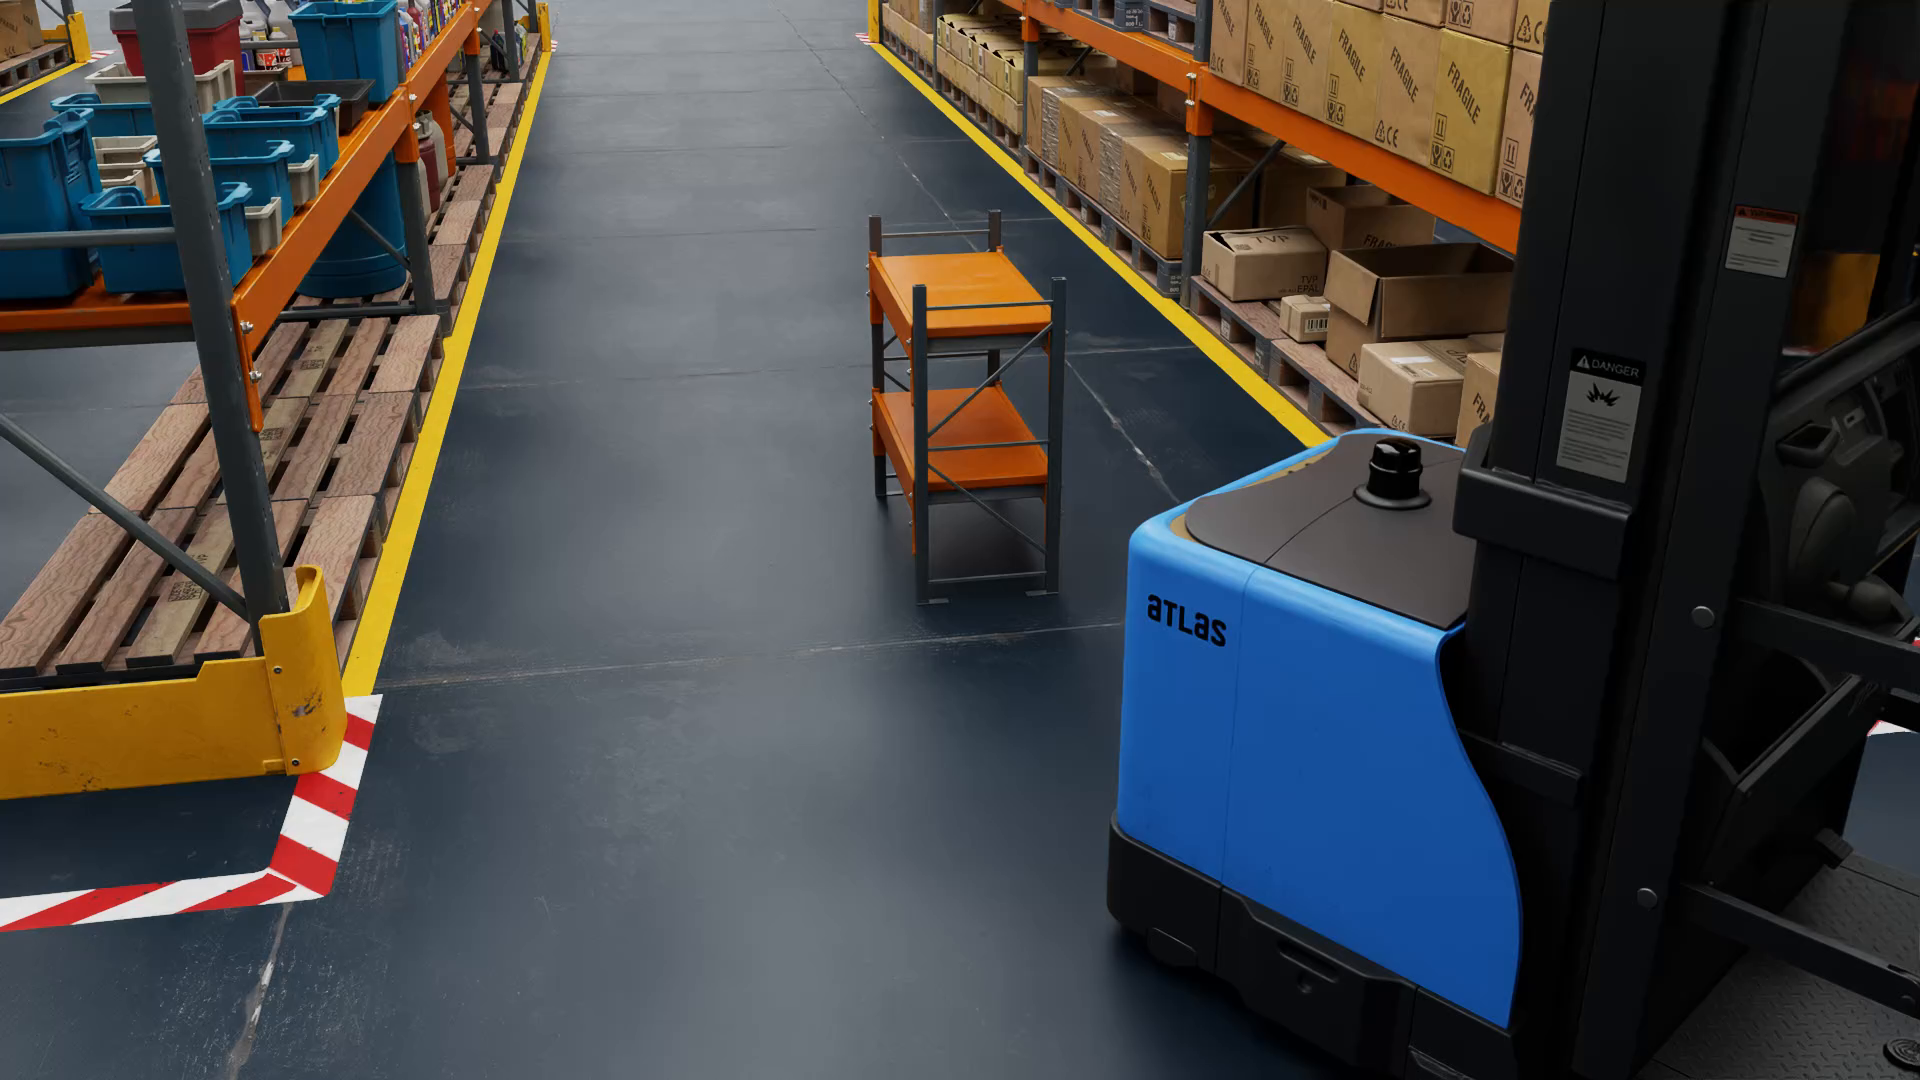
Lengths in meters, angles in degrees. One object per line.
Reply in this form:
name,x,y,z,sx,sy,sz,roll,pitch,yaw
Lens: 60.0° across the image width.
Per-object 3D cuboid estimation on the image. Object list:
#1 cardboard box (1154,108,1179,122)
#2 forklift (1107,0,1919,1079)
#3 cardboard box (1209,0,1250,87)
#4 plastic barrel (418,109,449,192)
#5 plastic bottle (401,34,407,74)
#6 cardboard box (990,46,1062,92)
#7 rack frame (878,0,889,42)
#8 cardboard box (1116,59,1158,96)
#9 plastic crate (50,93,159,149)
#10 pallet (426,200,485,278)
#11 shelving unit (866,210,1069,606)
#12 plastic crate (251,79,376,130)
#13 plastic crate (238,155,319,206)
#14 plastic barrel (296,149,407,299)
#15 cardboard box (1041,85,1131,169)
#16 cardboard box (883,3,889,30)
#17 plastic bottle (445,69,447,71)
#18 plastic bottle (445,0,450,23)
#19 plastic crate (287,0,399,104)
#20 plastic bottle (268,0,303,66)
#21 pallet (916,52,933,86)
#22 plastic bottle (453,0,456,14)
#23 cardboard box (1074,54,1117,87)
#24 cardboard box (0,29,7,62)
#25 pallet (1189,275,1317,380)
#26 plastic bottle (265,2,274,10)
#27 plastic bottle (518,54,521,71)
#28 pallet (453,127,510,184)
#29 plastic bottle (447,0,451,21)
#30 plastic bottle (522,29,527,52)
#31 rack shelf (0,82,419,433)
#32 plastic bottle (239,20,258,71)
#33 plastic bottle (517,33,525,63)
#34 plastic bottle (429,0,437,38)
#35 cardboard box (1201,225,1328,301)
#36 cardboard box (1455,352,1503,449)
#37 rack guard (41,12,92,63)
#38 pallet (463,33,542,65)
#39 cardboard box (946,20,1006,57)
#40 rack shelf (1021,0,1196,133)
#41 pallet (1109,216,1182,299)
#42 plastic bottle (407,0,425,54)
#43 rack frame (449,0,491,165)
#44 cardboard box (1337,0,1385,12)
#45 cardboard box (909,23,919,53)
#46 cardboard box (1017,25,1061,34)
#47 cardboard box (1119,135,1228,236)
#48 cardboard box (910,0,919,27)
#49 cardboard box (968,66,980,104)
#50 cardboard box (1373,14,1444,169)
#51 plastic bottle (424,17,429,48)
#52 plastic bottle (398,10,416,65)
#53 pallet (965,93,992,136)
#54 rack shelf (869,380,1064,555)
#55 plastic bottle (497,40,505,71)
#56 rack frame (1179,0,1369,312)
cardboard box,1.582,-2.555,10.926,0.500,0.500,0.500,-5,24,-12
forklift,1.756,-0.112,2.844,3.031,2.935,1.130,22,32,40
cardboard box,1.546,-2.511,8.127,0.500,0.500,0.500,-4,24,-8
plastic barrel,-3.590,-2.540,10.901,0.421,0.512,0.421,0,24,0
plastic bottle,-2.798,-2.443,8.242,0.061,0.283,0.133,-4,24,-10
cardboard box,0.538,-3.840,13.505,0.500,0.311,0.500,-5,24,-11
rack frame,-0.500,-7.406,19.459,1.000,3.000,0.127,-4,24,-10
cardboard box,1.398,-3.287,11.664,0.500,0.250,0.500,-3,24,-8
plastic crate,-3.041,-1.487,6.041,0.416,0.233,0.300,-4,24,-10
pallet,-3.480,-1.830,10.177,1.003,0.211,1.213,-4,24,-10
shelving unit,0.001,-0.513,6.019,0.538,1.125,1.048,-4,24,-10
plastic crate,-2.678,-1.802,6.896,0.437,0.125,0.590,-4,24,-10
plastic crate,-2.235,-1.175,5.446,0.250,0.136,0.298,-4,24,-10
plastic barrel,-3.233,-1.767,8.645,0.600,0.901,0.708,-4,24,-10
cardboard box,0.885,-2.910,11.738,0.500,0.500,0.500,-5,24,-12
cardboard box,-0.619,-6.111,19.405,0.500,0.250,0.500,-4,24,-10
plastic bottle,-5.031,-4.687,15.994,0.144,0.351,0.185,-5,24,-11
plastic bottle,-3.259,-3.347,10.413,0.097,0.201,0.097,0,24,0
plastic crate,-2.728,-2.183,7.444,0.392,0.384,0.575,-4,24,-10
plastic bottle,-3.499,-2.646,8.623,0.144,0.351,0.185,-4,24,-10
pallet,0.134,-4.871,17.138,1.003,0.211,1.213,-4,24,-10
plastic bottle,-3.349,-3.538,10.851,0.097,0.201,0.097,0,24,0
cardboard box,1.171,-3.676,13.130,0.500,0.311,0.500,-4,24,-8
cardboard box,-9.896,-4.994,16.535,0.500,0.500,0.500,-2,24,-5
pallet,1.845,-1.138,8.591,1.003,0.211,1.213,-4,24,-10
plastic bottle,-3.701,-2.737,8.924,0.152,0.276,0.135,-4,24,-10
plastic bottle,-4.294,-4.624,16.037,0.097,0.201,0.097,0,24,0
pallet,-3.994,-2.924,12.681,1.003,0.211,1.213,-4,24,-10
plastic bottle,-3.277,-3.417,10.487,0.097,0.271,0.097,0,24,0
plastic bottle,-4.553,-5.149,17.144,0.152,0.276,0.135,-5,24,-11
rack shelf,-2.780,-1.204,6.159,1.077,0.370,4.000,-4,24,-10
plastic bottle,-3.540,-2.395,8.141,0.152,0.276,0.135,-4,24,-10
plastic bottle,-4.395,-4.915,16.599,0.061,0.283,0.133,-3,24,-7
plastic bottle,-3.136,-3.104,9.670,0.144,0.351,0.185,-4,24,-10
cardboard box,1.584,-1.474,8.687,0.500,0.311,0.500,-4,24,-10
cardboard box,2.116,-0.364,5.910,0.500,0.500,0.500,-4,24,-10
rack guard,-10.222,-5.499,18.216,1.175,0.500,0.348,-4,24,-10
pallet,-5.163,-5.417,18.388,1.003,0.211,1.213,-4,24,-10
cardboard box,0.159,-4.644,15.345,0.500,0.311,0.500,-5,24,-10
rack shelf,1.349,-3.143,10.597,1.077,0.370,4.000,-4,24,-10
pallet,1.532,-1.725,9.936,1.003,0.211,1.213,-4,24,-10
plastic bottle,-2.962,-2.792,9.042,0.061,0.283,0.133,-4,24,-10
rack frame,-3.889,-3.894,11.418,1.000,3.000,0.127,-4,24,-10
cardboard box,1.817,-2.376,6.567,0.500,0.500,0.500,-4,24,-8
cardboard box,-0.250,-5.324,17.603,0.500,0.250,0.500,-4,24,-10
cardboard box,0.789,-4.483,14.977,0.500,0.311,0.500,-4,24,-10
cardboard box,1.263,-2.110,9.907,0.500,0.500,0.500,-4,24,-10
cardboard box,-0.238,-5.669,17.456,0.500,0.500,0.500,-4,24,-10
cardboard box,0.356,-3.983,14.533,0.500,0.250,0.500,-4,24,-9
cardboard box,1.922,-1.715,6.304,0.500,0.500,0.500,-4,24,-9
plastic bottle,-3.026,-2.852,9.280,0.097,0.201,0.097,0,24,0
plastic bottle,-2.928,-2.618,8.652,0.152,0.276,0.135,-4,24,-10
pallet,0.643,-3.787,14.657,1.003,0.211,1.213,-4,24,-10
rack shelf,0.001,-0.289,6.117,0.538,0.278,1.000,-4,24,-10
plastic bottle,-4.448,-4.699,16.106,0.061,0.283,0.133,-4,24,-10
rack frame,1.719,-2.686,8.652,1.000,3.000,0.127,-4,24,-10
